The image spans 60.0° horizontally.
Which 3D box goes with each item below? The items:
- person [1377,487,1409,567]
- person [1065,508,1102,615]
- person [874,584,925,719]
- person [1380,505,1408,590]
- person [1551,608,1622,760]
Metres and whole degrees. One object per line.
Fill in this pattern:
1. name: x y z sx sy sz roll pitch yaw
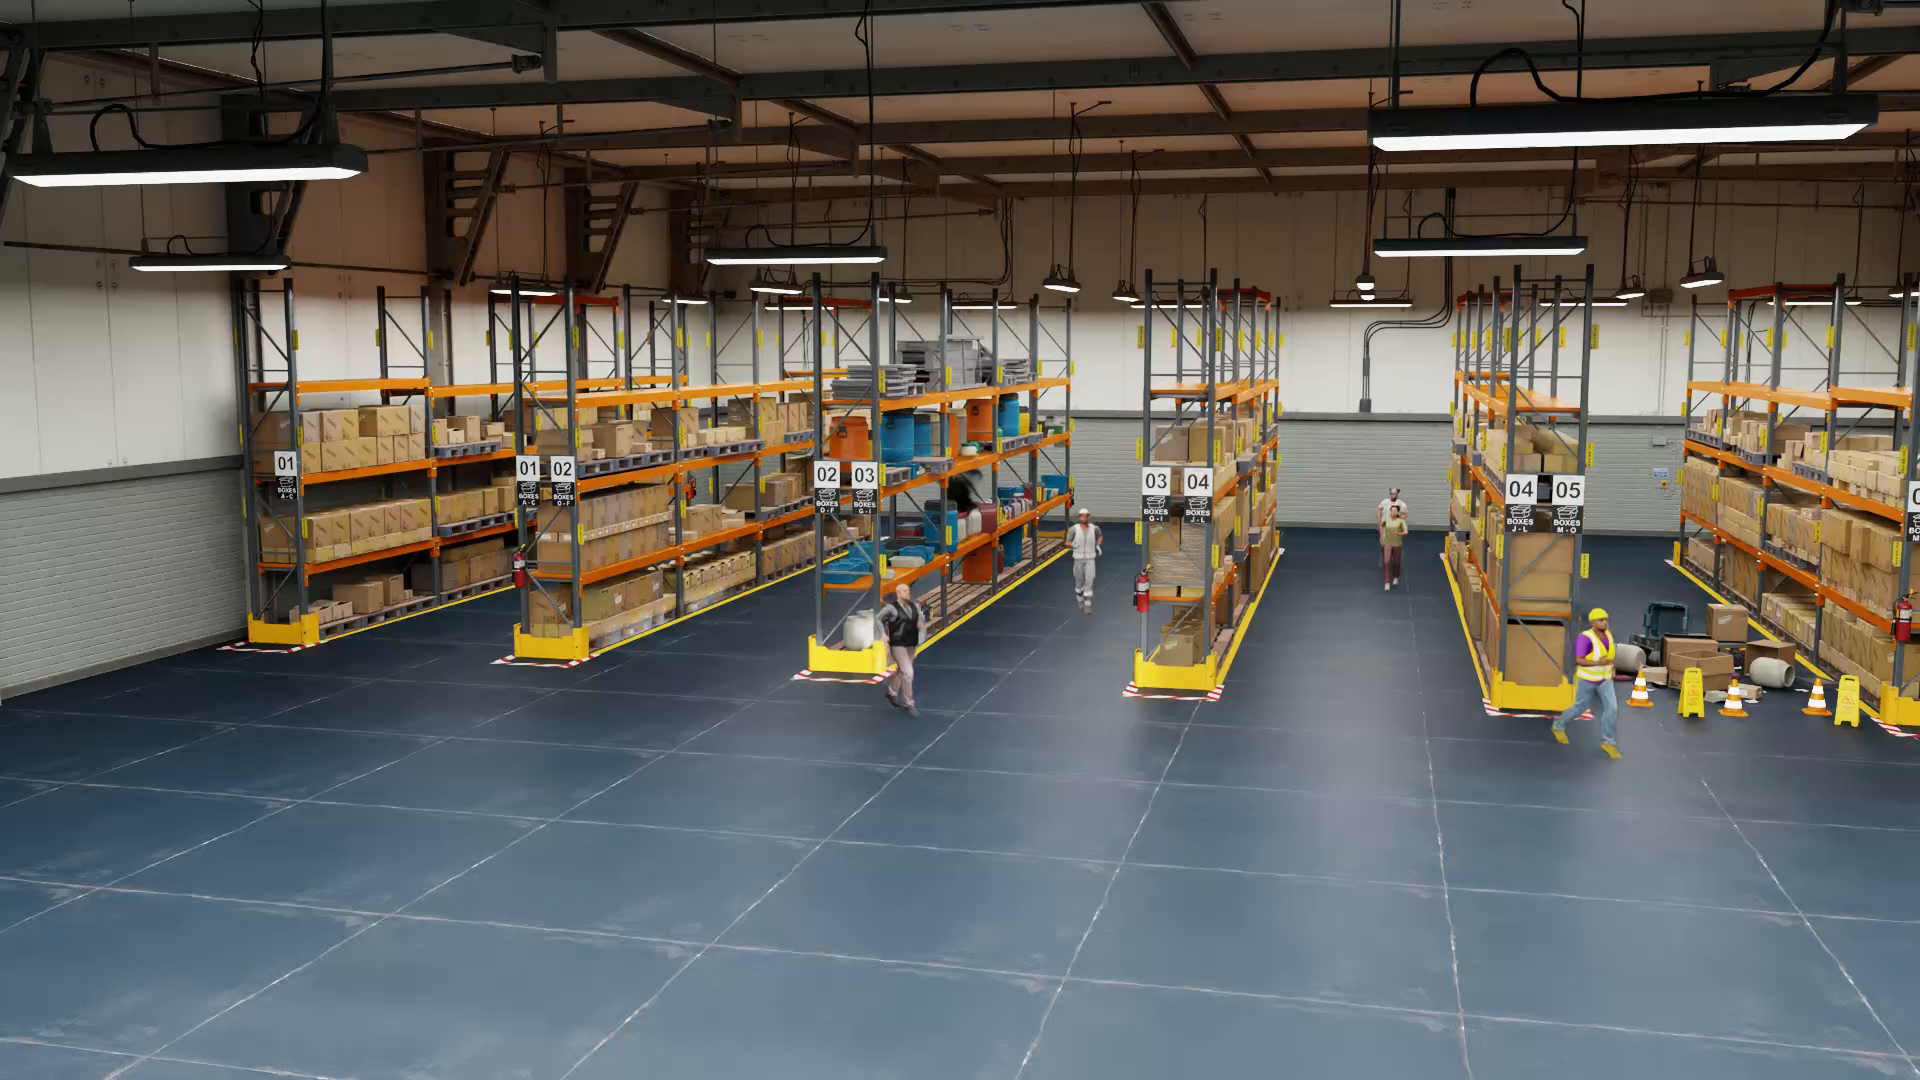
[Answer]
1. person: 9.575 -0.273 36.842 0.688 1.814 0.631 2 7 18
2. person: 2.153 0.359 28.807 0.656 1.819 0.912 0 7 1
3. person: -0.767 1.461 22.358 0.817 1.758 0.636 7 10 44
4. person: 8.741 0.124 33.555 0.577 1.663 0.947 2 7 19
5. person: 7.682 1.709 20.230 0.710 1.808 0.938 -3 7 -23
